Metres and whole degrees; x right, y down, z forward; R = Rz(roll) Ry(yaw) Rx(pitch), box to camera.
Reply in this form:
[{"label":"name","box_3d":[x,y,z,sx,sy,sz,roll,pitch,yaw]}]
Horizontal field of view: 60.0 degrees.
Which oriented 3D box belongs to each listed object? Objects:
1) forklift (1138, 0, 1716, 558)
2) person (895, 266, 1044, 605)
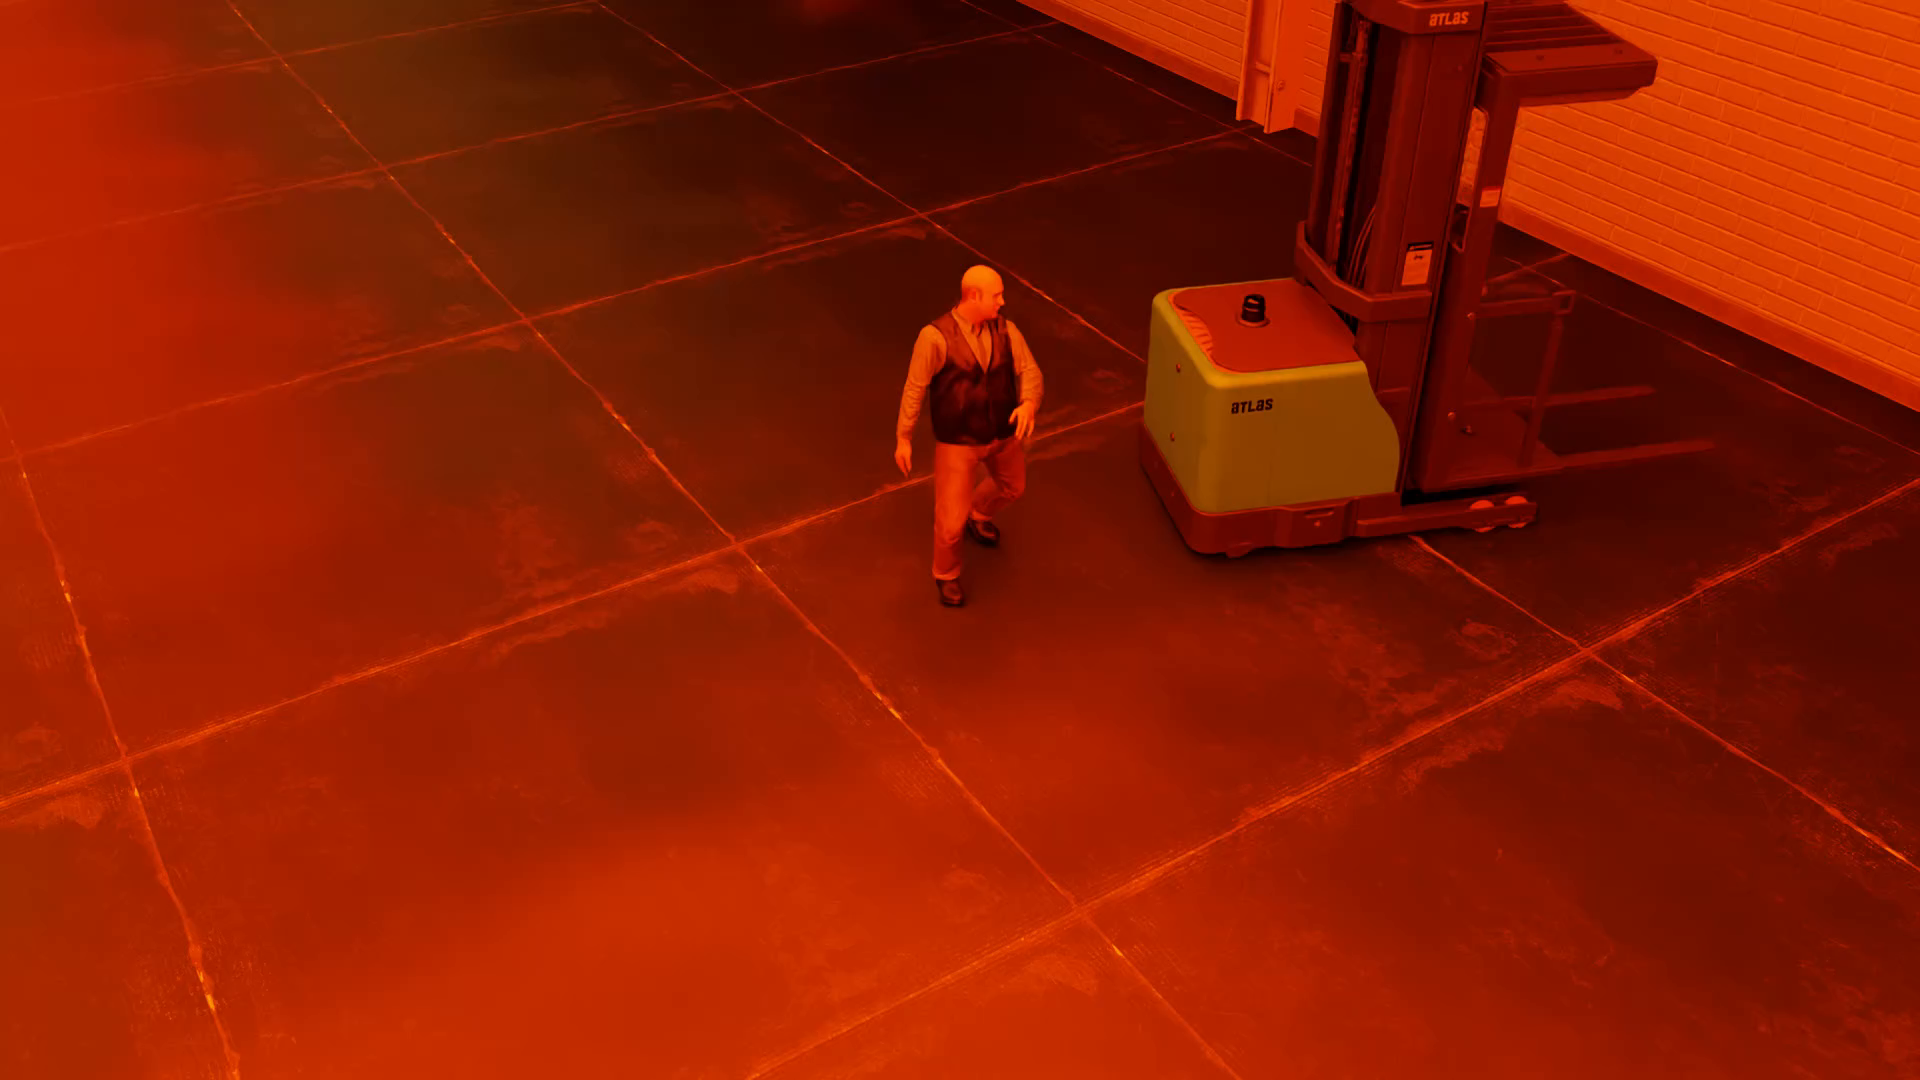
[{"label":"forklift","box_3d":[2.560,-1.532,8.328,3.031,2.935,1.130,-7,36,-10]},{"label":"person","box_3d":[0.037,-0.473,7.974,0.758,1.608,0.842,-22,41,-28]}]
